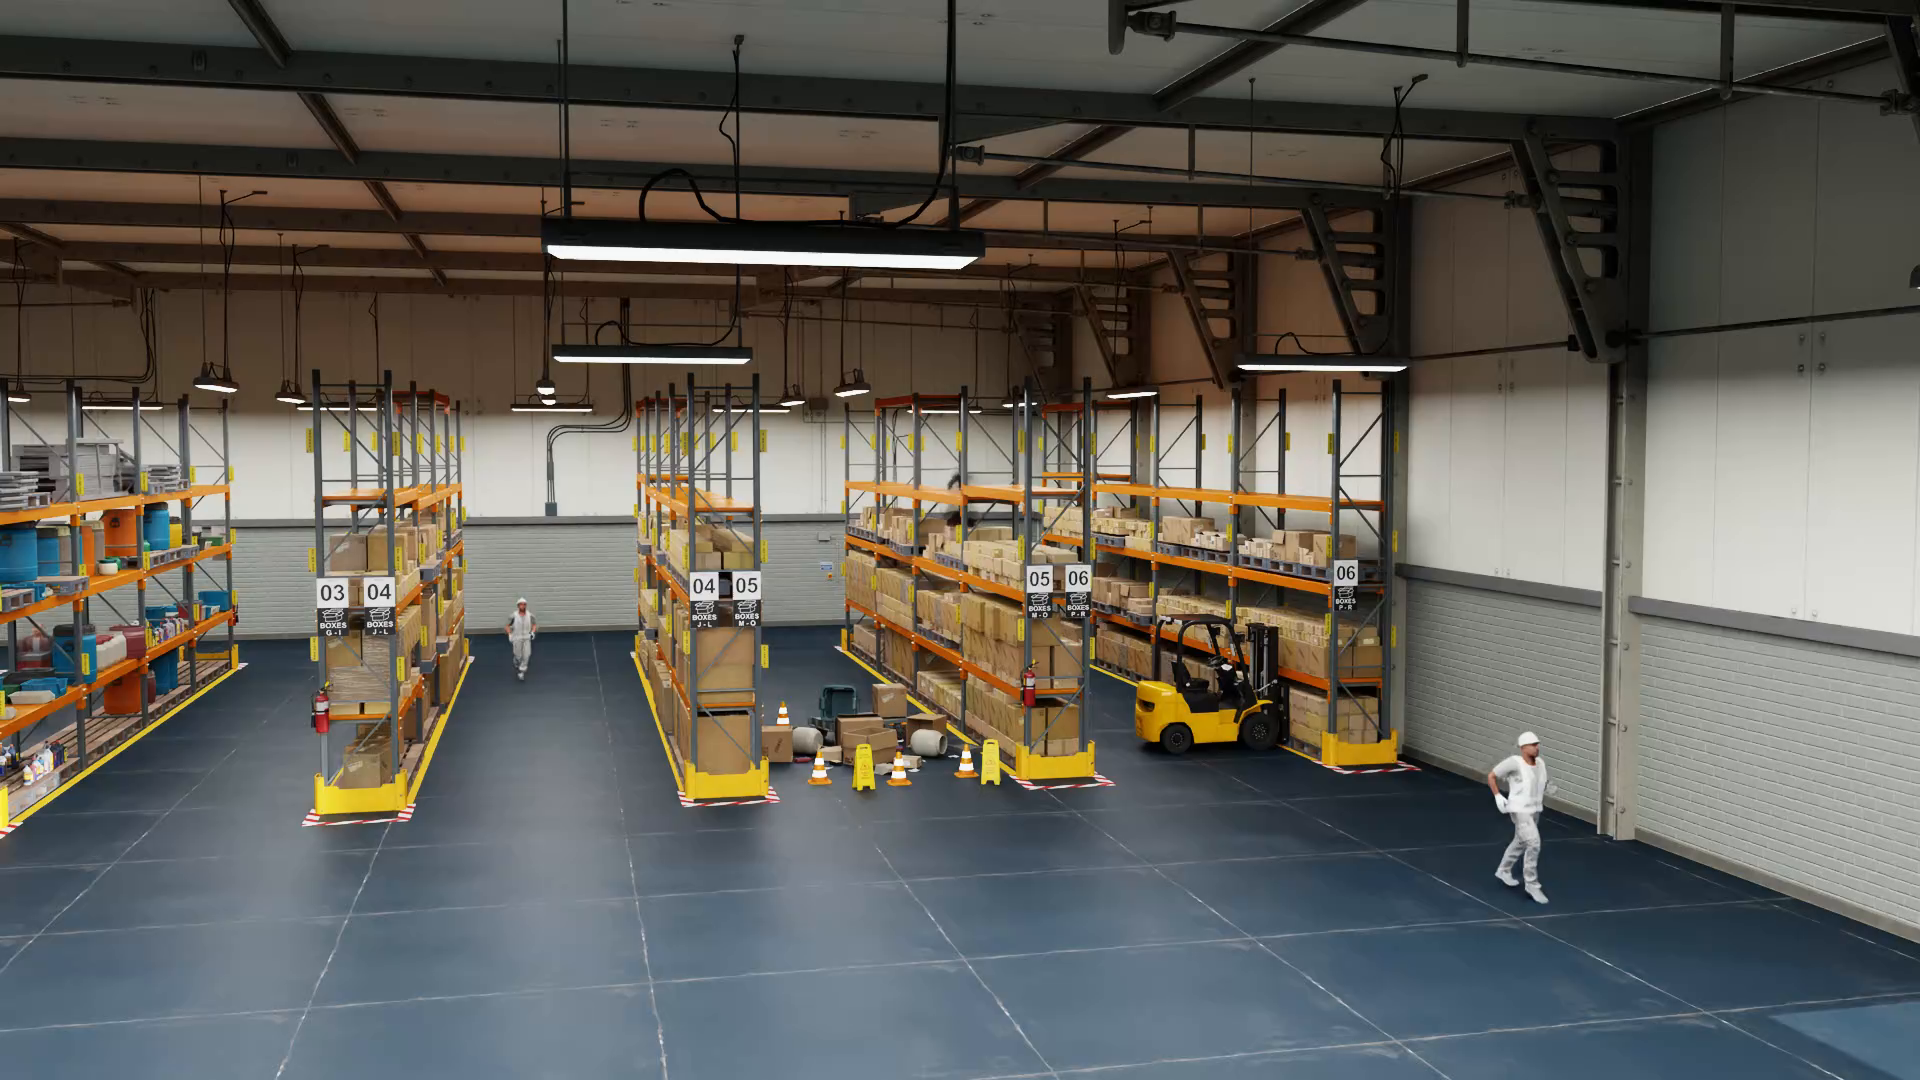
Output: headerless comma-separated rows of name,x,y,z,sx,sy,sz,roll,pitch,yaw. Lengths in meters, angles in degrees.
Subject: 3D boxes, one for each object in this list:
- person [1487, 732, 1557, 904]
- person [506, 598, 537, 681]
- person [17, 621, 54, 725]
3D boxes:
person,6.258,3.037,18.432,0.690,1.836,0.790,-2,4,-35
person,-9.257,2.106,35.161,0.648,1.746,0.568,-2,4,-26
person,-16.604,2.380,29.972,0.677,1.846,0.865,-1,3,-11
